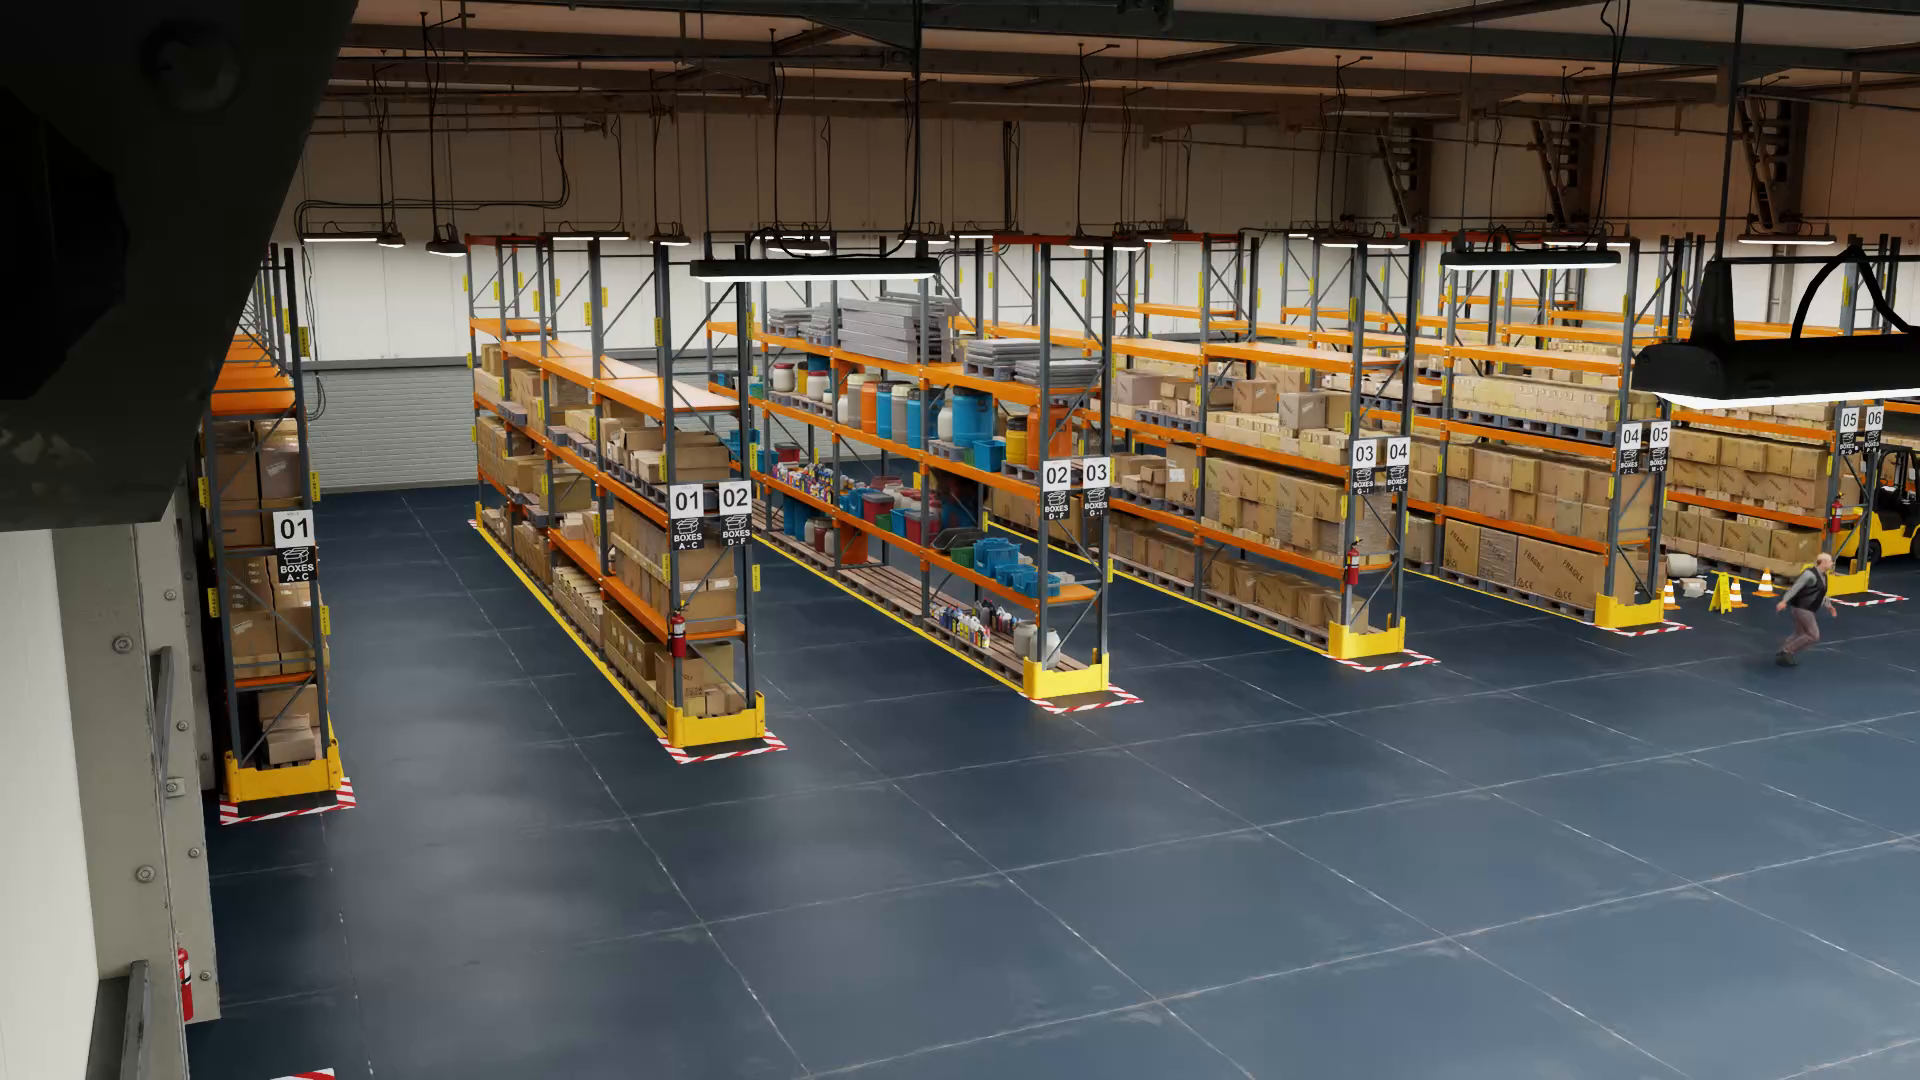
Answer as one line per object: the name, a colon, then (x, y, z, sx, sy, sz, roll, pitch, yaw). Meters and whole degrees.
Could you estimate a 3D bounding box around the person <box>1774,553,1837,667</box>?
person: (12.031, 0.990, 23.630, 0.710, 1.663, 0.642, 9, 14, 40)

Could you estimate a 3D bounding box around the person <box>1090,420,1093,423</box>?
person: (2.958, -2.015, 38.952, 0.649, 1.754, 0.747, -4, 12, -21)
